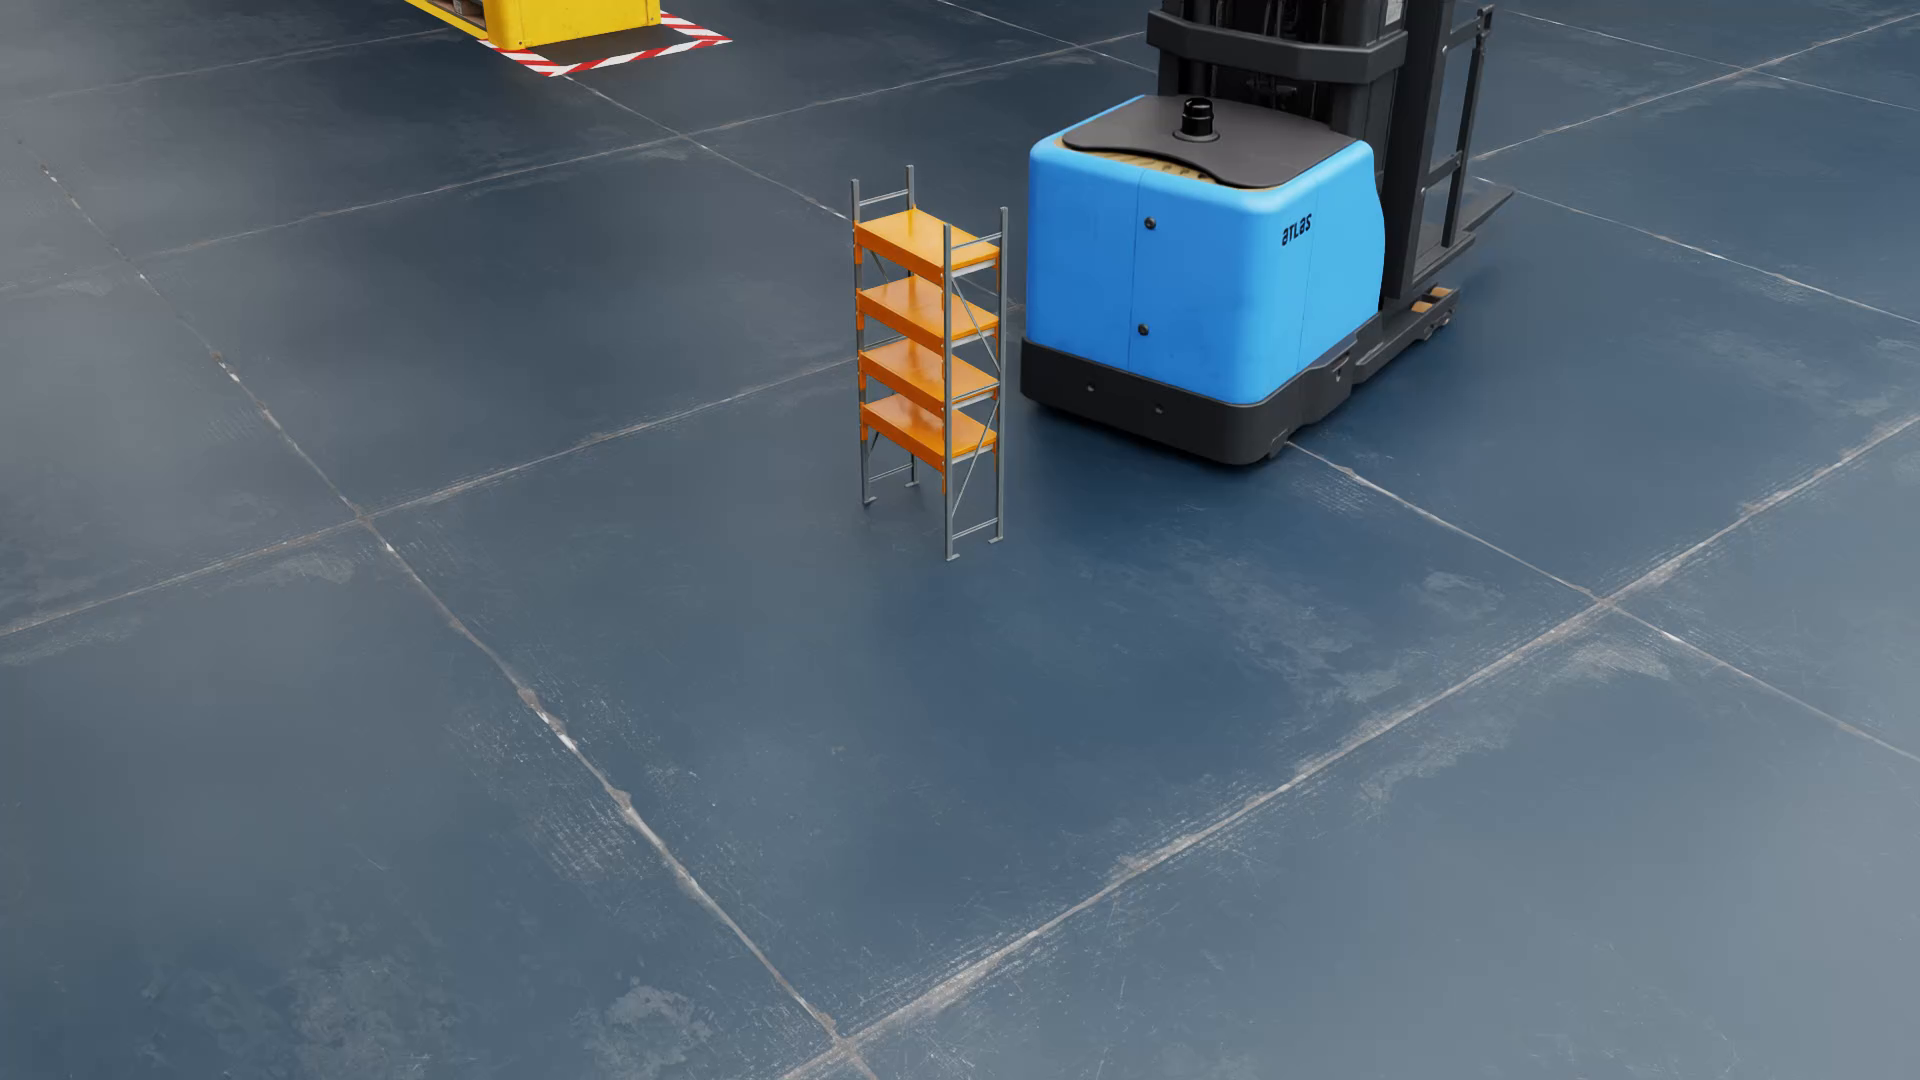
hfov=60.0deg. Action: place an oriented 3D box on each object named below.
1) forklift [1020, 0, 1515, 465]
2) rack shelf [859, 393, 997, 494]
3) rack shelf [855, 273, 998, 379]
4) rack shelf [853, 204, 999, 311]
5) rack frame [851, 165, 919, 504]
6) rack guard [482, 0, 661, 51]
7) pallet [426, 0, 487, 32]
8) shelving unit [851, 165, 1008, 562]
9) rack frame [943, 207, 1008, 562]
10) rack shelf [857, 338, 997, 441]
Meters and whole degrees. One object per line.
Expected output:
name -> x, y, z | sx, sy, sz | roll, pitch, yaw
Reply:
forklift -> 1.524, -2.239, 6.577 | 1.130, 2.935, 3.031 | 22, 38, 31
rack shelf -> -0.102, -0.353, 5.685 | 0.258, 0.148, 0.480 | -22, 38, -31
rack shelf -> -0.102, -0.712, 5.462 | 0.258, 0.148, 0.480 | -22, 38, -31
rack shelf -> -0.102, -0.912, 5.337 | 0.258, 0.148, 0.480 | -22, 38, -31
rack frame -> -0.251, -0.680, 5.708 | 0.240, 1.200, 0.015 | -22, 38, -31
rack guard -> -2.612, -3.676, 11.195 | 1.175, 0.500, 0.348 | -22, 38, -31
pallet -> -3.106, -3.894, 11.819 | 1.003, 0.211, 1.213 | -22, 38, -31
shelving unit -> -0.102, -0.579, 5.545 | 0.258, 1.200, 0.503 | -22, 38, -31
rack frame -> 0.048, -0.477, 5.381 | 0.240, 1.200, 0.015 | -22, 38, -31
rack shelf -> -0.102, -0.522, 5.580 | 0.258, 0.148, 0.480 | -22, 38, -31
